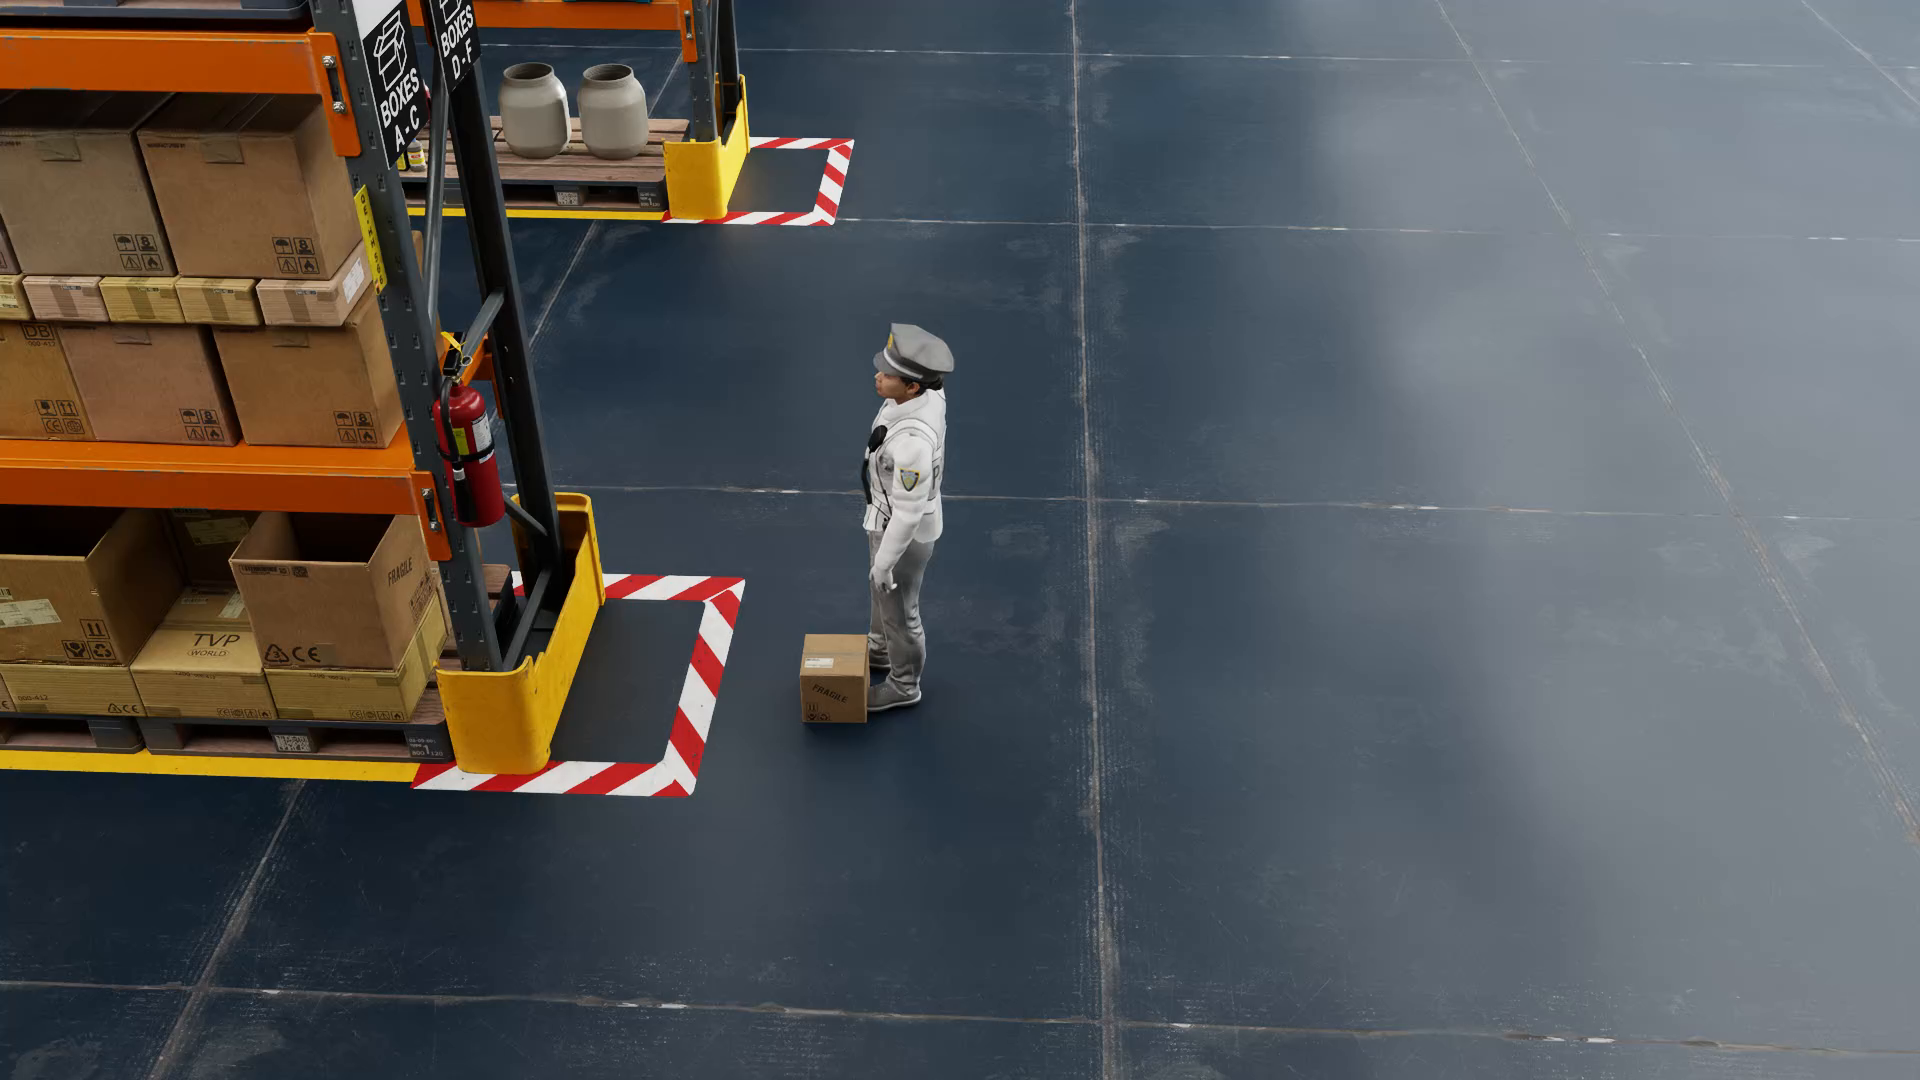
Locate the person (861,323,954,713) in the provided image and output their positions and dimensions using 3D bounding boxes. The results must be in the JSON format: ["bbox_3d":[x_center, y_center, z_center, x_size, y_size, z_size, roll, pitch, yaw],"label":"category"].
[{"bbox_3d":[-0.285,-0.053,6.177,0.533,1.697,0.588,1,36,2],"label":"person"}]
